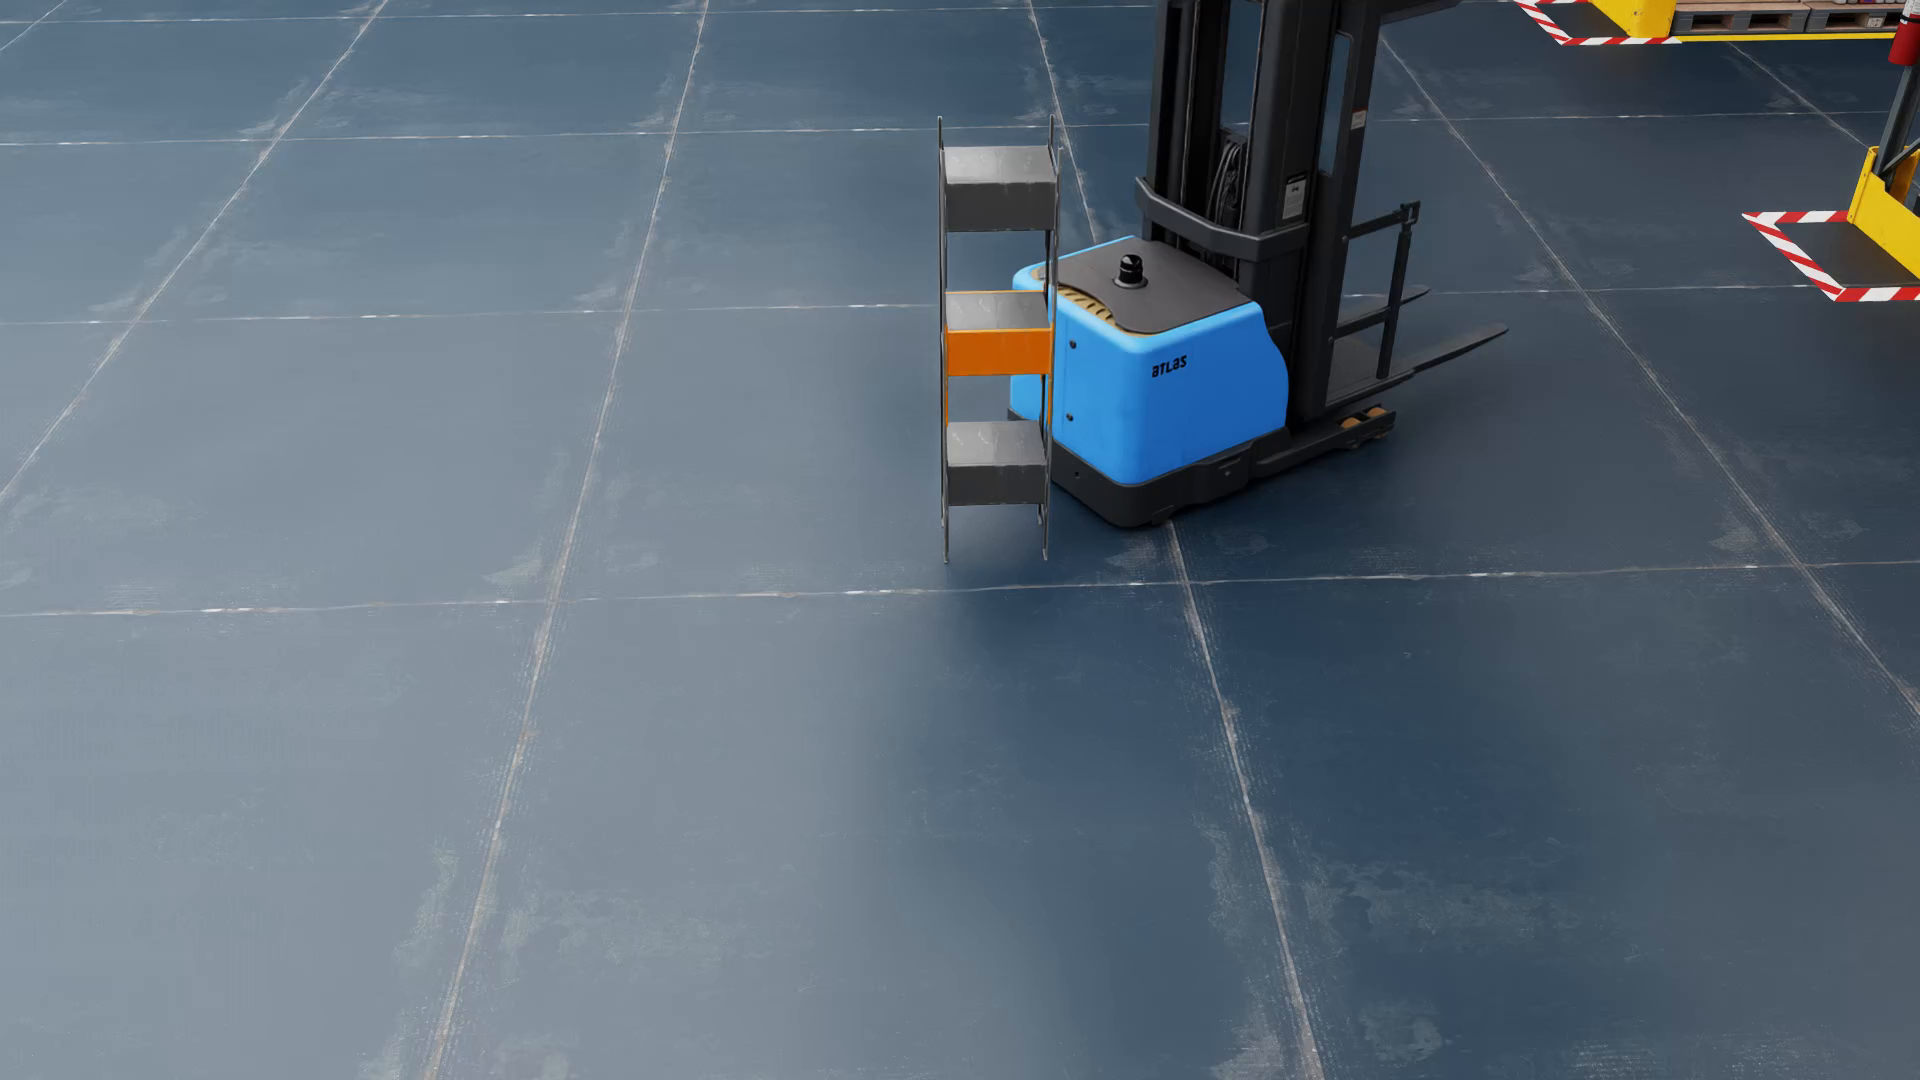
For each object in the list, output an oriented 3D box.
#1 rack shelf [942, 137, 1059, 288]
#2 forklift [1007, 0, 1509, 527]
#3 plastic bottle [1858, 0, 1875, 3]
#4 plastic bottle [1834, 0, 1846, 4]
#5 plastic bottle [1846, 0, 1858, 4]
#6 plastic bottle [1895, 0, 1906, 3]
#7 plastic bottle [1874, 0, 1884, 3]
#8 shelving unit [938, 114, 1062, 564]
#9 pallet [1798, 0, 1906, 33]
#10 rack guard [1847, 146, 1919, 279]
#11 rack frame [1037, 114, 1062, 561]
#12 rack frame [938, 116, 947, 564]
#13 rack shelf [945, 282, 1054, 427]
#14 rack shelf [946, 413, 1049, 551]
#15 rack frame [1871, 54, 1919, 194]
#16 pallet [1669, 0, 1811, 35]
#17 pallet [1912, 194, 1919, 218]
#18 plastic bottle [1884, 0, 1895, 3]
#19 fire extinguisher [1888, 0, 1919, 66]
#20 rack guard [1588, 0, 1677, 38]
[{"bbox_3d":[0.165,-1.432,7.268,0.480,0.518,0.431,-2,35,-2],"label":"rack shelf"},{"bbox_3d":[1.751,-1.920,8.449,3.031,2.935,1.130,-21,40,-28],"label":"forklift"},{"bbox_3d":[8.038,-4.886,14.674,0.133,0.283,0.061,-1,35,-1],"label":"plastic bottle"},{"bbox_3d":[7.811,-4.885,14.684,0.097,0.271,0.097,0,35,0],"label":"plastic bottle"},{"bbox_3d":[7.914,-4.859,14.708,0.097,0.201,0.097,0,35,0],"label":"plastic bottle"},{"bbox_3d":[8.352,-4.871,14.725,0.097,0.201,0.097,0,35,0],"label":"plastic bottle"},{"bbox_3d":[8.153,-4.895,14.697,0.097,0.271,0.097,0,35,0],"label":"plastic bottle"},{"bbox_3d":[0.165,-0.868,7.659,0.503,2.100,0.431,-2,35,-2],"label":"shelving unit"},{"bbox_3d":[8.086,-4.887,15.126,1.213,0.211,1.003,-2,35,-2],"label":"pallet"},{"bbox_3d":[6.295,-2.113,10.864,0.348,0.500,1.175,-2,35,-2],"label":"rack guard"},{"bbox_3d":[0.409,-0.874,7.668,0.015,2.100,0.400,-2,35,-2],"label":"rack frame"},{"bbox_3d":[-0.078,-0.861,7.649,0.015,2.100,0.400,-2,35,-2],"label":"rack frame"},{"bbox_3d":[0.165,-0.857,7.667,0.480,0.518,0.431,-2,35,-2],"label":"rack shelf"},{"bbox_3d":[0.165,-0.281,8.065,0.480,0.518,0.431,-2,35,-2],"label":"rack shelf"},{"bbox_3d":[6.219,-3.139,10.150,0.127,3.000,1.000,-2,35,-2],"label":"rack frame"},{"bbox_3d":[6.870,-4.856,15.081,1.213,0.211,1.003,-2,35,-2],"label":"pallet"},{"bbox_3d":[7.109,-1.996,10.949,1.213,0.211,1.003,-2,35,-2],"label":"pallet"},{"bbox_3d":[8.253,-4.897,14.701,0.097,0.271,0.097,0,35,0],"label":"plastic bottle"},{"bbox_3d":[6.083,-3.366,10.546,0.183,0.674,0.296,-2,35,-2],"label":"fire extinguisher"},{"bbox_3d":[6.059,-4.955,14.971,0.348,0.500,1.175,-2,35,-2],"label":"rack guard"}]
